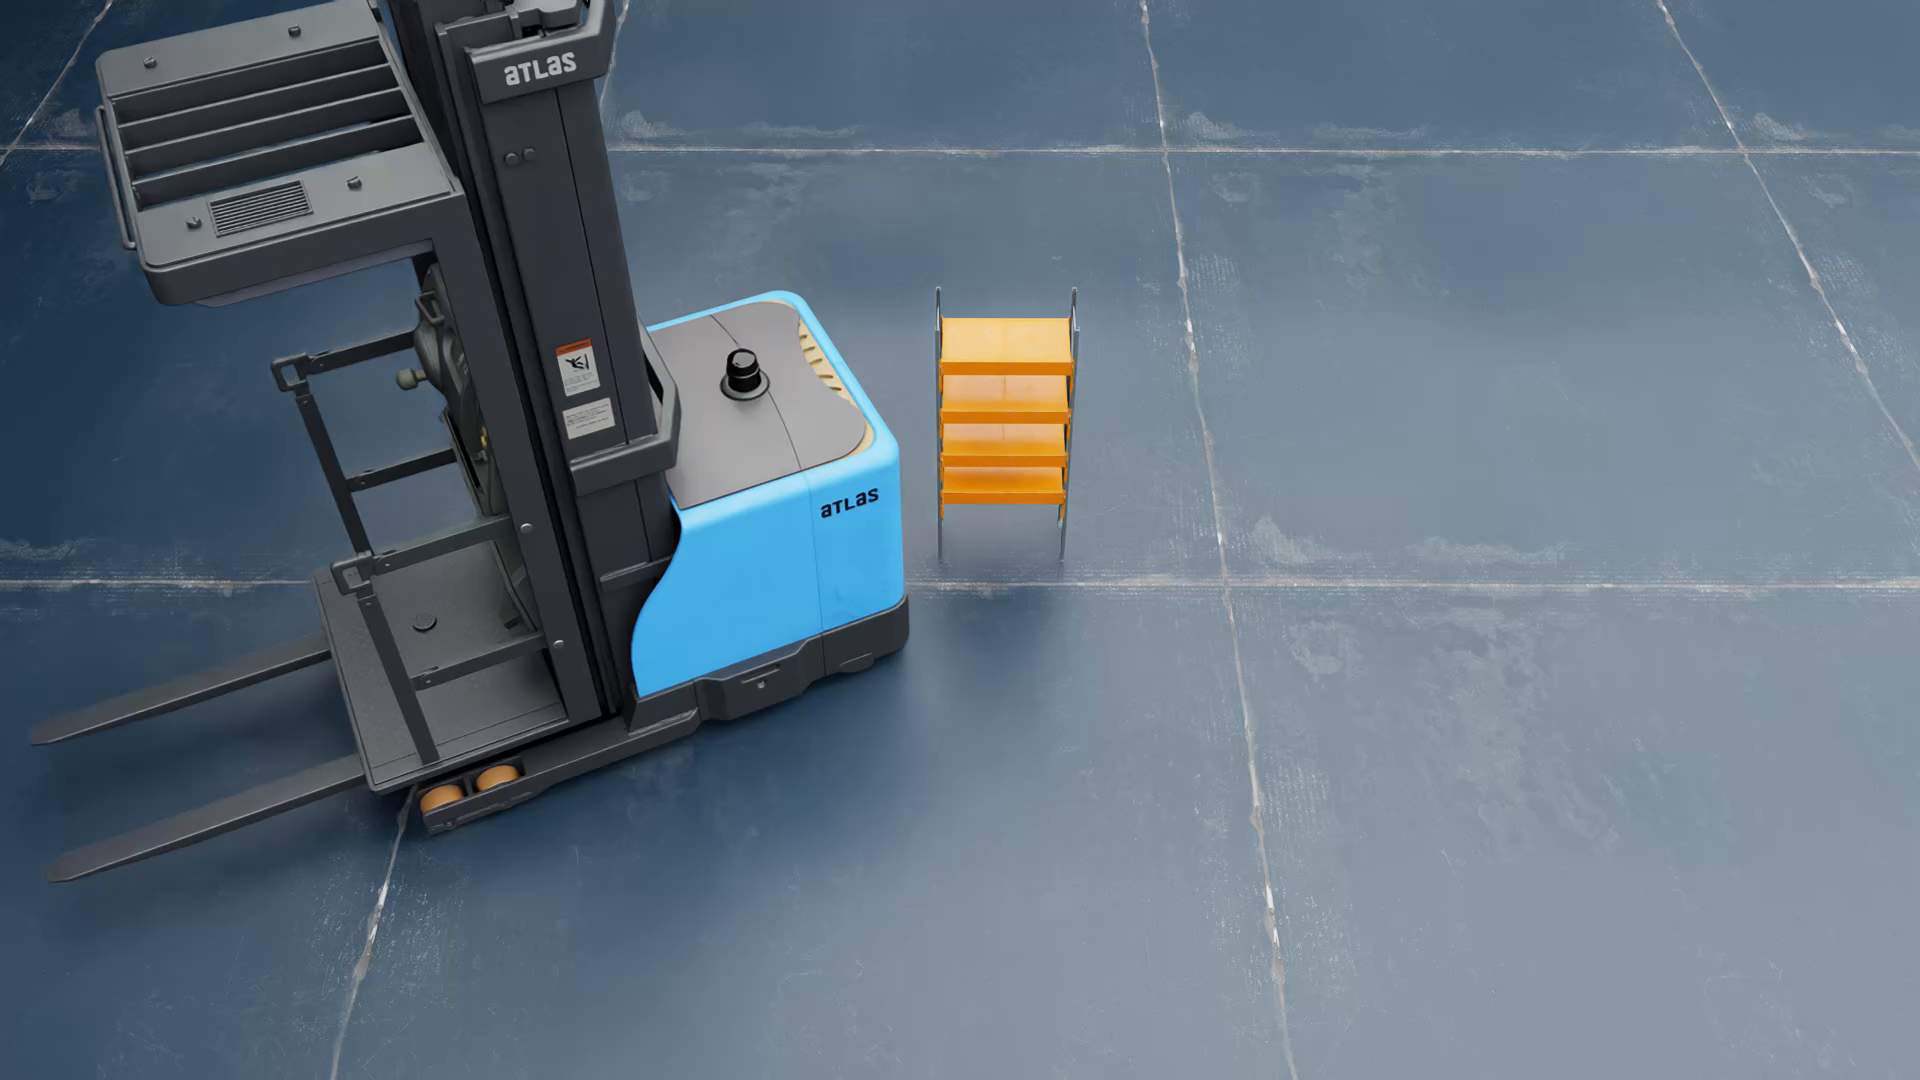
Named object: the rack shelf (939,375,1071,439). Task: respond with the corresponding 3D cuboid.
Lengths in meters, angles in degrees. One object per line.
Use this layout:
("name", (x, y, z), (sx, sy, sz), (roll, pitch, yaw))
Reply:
("rack shelf", (0.166, -0.515, 6.196), (0.480, 0.148, 0.258), (0, 47, 0))

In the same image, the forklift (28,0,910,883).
("forklift", (-1.749, -0.430, 5.148), (3.031, 2.935, 1.130), (-19, 50, -17))

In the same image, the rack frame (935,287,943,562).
("rack frame", (-0.078, -0.409, 6.311), (0.015, 1.200, 0.240), (0, 47, 0))

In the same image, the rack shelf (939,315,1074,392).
("rack shelf", (0.166, -0.676, 6.023), (0.480, 0.148, 0.258), (0, 47, 0))

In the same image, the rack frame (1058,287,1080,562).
("rack frame", (0.410, -0.408, 6.310), (0.015, 1.200, 0.240), (0, 47, 0))

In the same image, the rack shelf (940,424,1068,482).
("rack shelf", (0.166, -0.363, 6.360), (0.480, 0.148, 0.258), (0, 47, 0))

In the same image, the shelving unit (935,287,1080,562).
("shelving unit", (0.166, -0.408, 6.310), (0.503, 1.200, 0.258), (0, 47, 0))

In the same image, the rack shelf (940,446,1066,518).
("rack shelf", (0.166, -0.227, 6.505), (0.480, 0.148, 0.258), (0, 47, 0))
